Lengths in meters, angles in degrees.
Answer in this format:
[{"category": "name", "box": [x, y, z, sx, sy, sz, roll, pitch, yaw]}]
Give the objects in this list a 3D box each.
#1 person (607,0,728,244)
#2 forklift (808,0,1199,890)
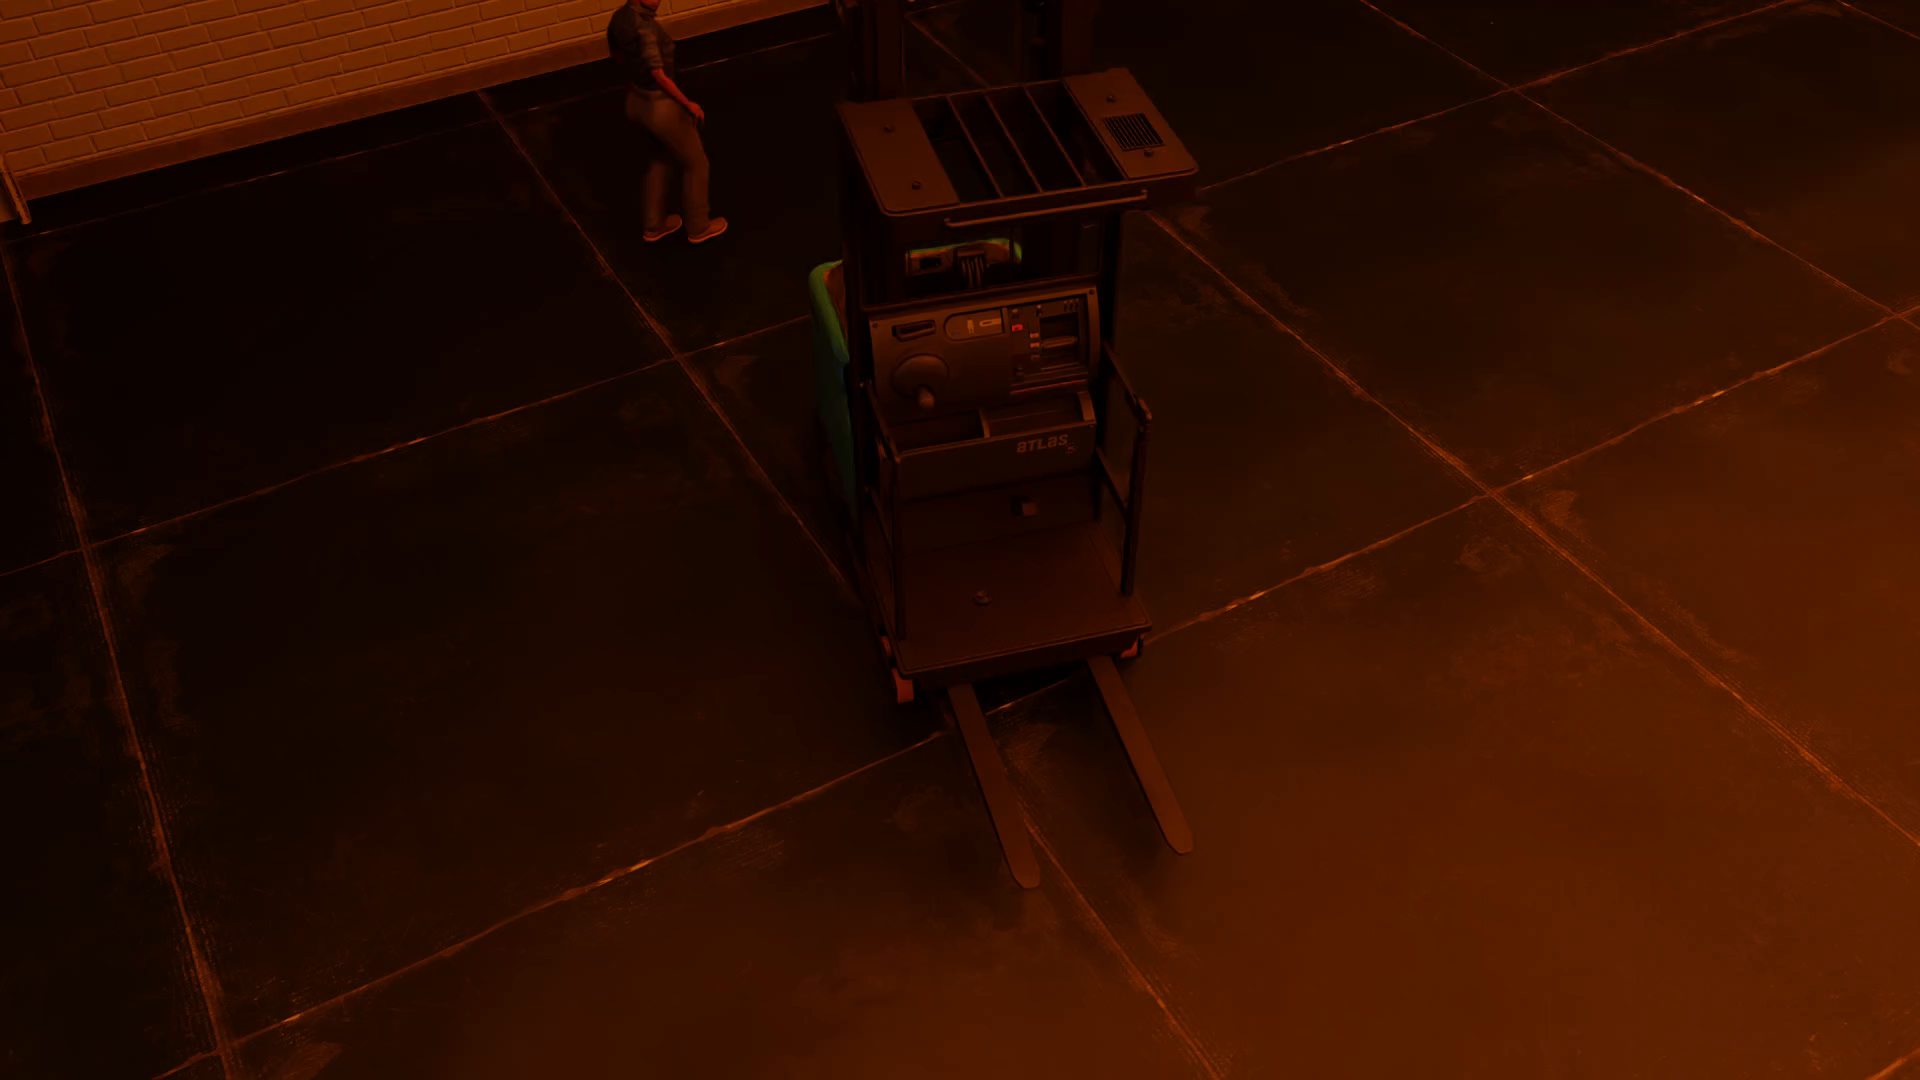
[{"category": "person", "box": [-1.655, -2.429, 9.279, 0.466, 1.634, 0.648, -33, 52, -30]}, {"category": "forklift", "box": [0.161, -0.674, 6.425, 1.130, 2.935, 3.031, -10, 44, -11]}]
